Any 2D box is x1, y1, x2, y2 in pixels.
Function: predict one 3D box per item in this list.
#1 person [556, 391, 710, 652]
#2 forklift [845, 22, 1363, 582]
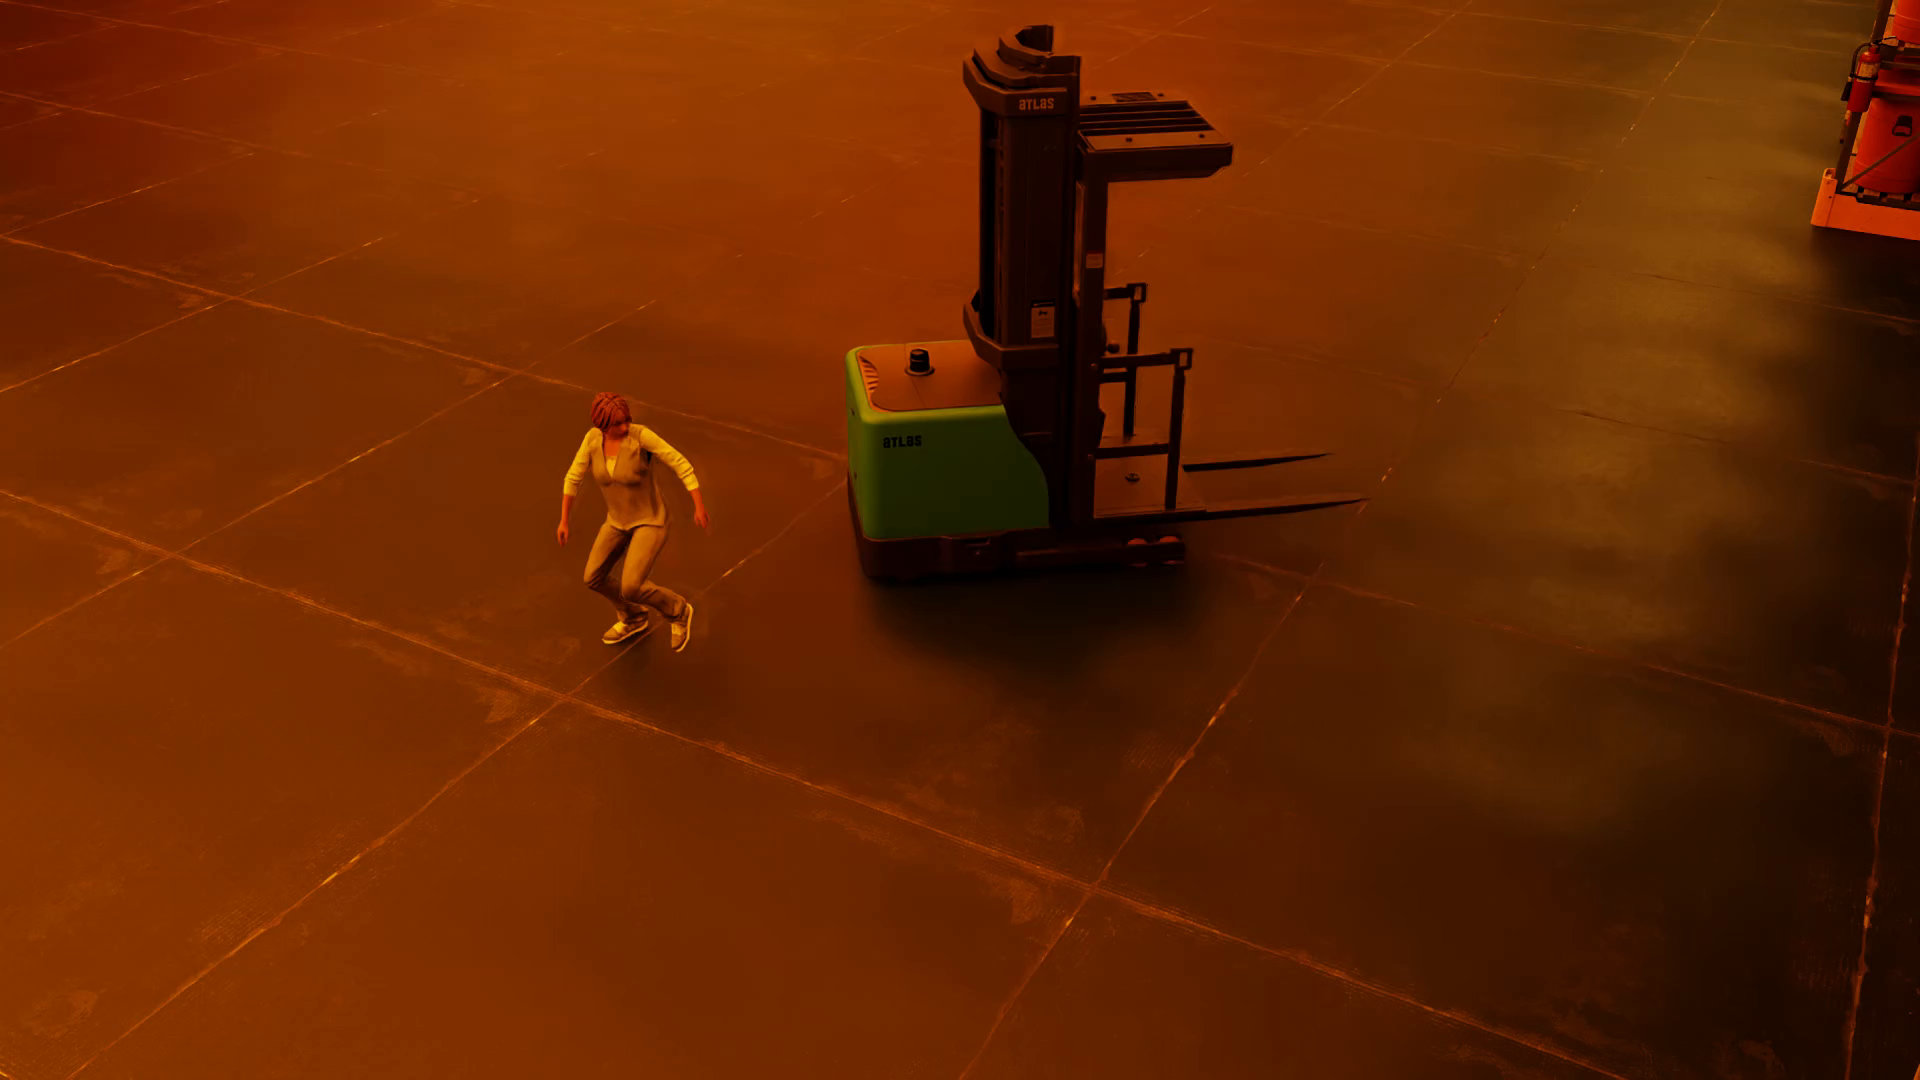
[{"bbox_3d":[-1.717,-0.075,8.653,0.695,1.504,0.527,17,34,27],"label":"person"},{"bbox_3d":[0.872,-1.366,9.437,3.031,2.935,1.130,-5,30,-8],"label":"forklift"}]
